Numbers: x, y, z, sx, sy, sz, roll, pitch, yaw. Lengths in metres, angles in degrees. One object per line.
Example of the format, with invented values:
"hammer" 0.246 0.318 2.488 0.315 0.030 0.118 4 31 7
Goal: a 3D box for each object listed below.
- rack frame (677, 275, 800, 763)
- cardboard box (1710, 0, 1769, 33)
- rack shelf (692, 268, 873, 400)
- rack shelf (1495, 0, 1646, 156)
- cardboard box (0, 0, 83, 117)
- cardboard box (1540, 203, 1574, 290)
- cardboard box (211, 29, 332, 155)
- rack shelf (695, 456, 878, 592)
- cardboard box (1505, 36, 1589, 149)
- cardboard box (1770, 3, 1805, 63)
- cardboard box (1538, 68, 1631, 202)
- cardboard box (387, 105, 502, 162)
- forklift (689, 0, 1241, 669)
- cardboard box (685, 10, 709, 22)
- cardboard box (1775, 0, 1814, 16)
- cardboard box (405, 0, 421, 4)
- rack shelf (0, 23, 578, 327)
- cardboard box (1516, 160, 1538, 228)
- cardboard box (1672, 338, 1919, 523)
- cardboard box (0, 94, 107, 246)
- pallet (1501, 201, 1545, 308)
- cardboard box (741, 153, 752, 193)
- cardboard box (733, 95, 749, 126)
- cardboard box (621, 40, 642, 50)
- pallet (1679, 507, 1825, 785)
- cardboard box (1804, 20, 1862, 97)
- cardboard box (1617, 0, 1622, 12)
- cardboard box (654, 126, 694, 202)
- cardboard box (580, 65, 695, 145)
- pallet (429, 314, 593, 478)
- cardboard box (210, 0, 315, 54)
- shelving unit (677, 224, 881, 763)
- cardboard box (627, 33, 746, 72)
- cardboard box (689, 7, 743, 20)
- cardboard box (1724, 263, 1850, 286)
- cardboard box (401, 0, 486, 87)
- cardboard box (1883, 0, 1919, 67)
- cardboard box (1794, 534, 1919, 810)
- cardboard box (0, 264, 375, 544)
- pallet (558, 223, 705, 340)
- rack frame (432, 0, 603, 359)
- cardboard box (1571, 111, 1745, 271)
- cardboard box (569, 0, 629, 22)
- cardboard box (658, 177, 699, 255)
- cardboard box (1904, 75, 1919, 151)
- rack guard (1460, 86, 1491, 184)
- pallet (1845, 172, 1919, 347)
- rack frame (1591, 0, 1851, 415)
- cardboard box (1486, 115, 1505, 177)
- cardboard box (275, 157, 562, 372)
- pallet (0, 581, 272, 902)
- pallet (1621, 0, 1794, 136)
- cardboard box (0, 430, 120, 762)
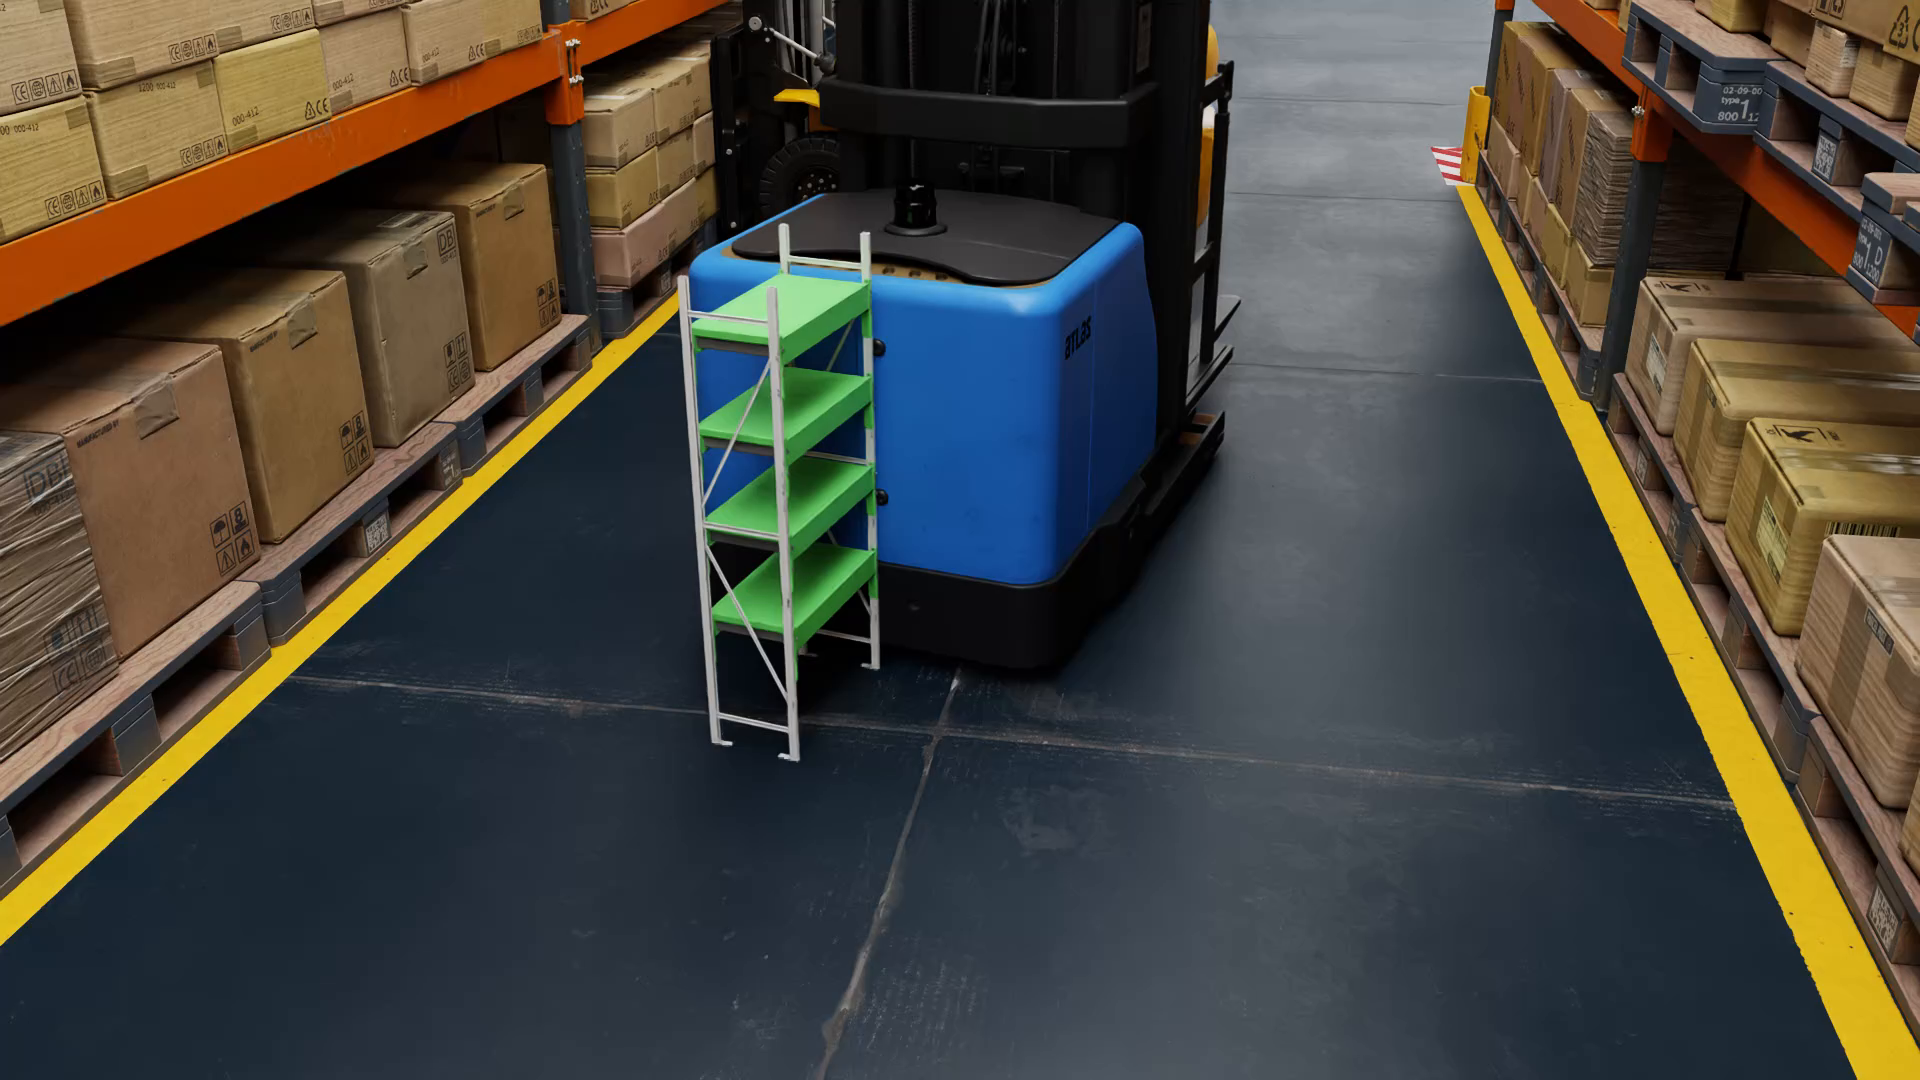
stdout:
"rack frame" -0.508 -0.019 3.875 0.240 1.200 0.015 9 27 19
"cardboard box" 2.450 -1.585 4.899 0.380 0.149 0.250 5 25 10
"rack shelf" -0.419 -0.492 3.904 0.258 0.148 0.480 9 27 19
"rack shelf" 3.228 -2.333 7.544 1.077 0.370 4.000 4 25 9
"cardboard box" -2.253 -1.028 3.495 0.500 0.250 0.500 5 26 10
"cardboard box" 2.810 -1.256 7.143 0.500 0.250 0.500 3 25 7
"cardboard box" -2.086 -1.235 4.527 0.500 0.250 0.500 5 26 10
"rack shelf" -0.419 -0.057 4.107 0.258 0.148 0.480 9 27 19
"cardboard box" 3.066 -2.232 8.344 0.500 0.500 0.500 3 25 7
"cardboard box" 2.396 -1.357 4.411 0.380 0.149 0.250 4 25 9
"cardboard box" 2.897 -1.799 7.418 0.500 0.500 0.500 5 26 11
"cardboard box" -2.107 -1.781 7.086 0.500 0.250 0.500 5 25 10
"forklift" 0.290 -1.589 5.187 1.130 2.935 3.031 9 27 19
"cardboard box" -1.686 -2.838 9.343 0.500 0.250 0.500 4 25 9
"cardboard box" 2.366 -1.601 4.167 0.500 0.500 0.500 4 25 8
"cardboard box" -1.901 -1.884 5.324 0.500 0.250 0.500 3 25 7
"rack shelf" -2.323 -1.002 4.701 1.077 0.370 4.000 4 25 9
"cardboard box" 2.983 -1.679 8.048 0.500 0.250 0.500 6 26 12
"cardboard box" 2.704 -0.301 4.960 0.950 0.372 0.625 6 26 12
"cardboard box" -2.249 -0.802 3.602 0.500 0.250 0.500 3 25 7
"pallet" 3.173 -1.354 7.894 1.003 0.211 1.213 4 25 9
"cardboard box" -1.352 -1.929 8.581 0.500 0.250 0.500 5 26 10
"cardboard box" -1.355 -2.148 8.459 0.500 0.250 0.500 4 25 8
"cardboard box" -1.869 -2.416 8.441 0.500 0.250 0.500 4 25 8
"pallet" 2.578 0.279 4.406 1.003 0.211 1.213 4 25 9
"cardboard box" 2.259 -1.146 3.961 0.380 0.149 0.250 5 26 11
"cardboard box" 2.861 -2.175 6.655 0.380 0.149 0.250 4 25 8
"cardboard box" -1.532 -1.727 7.560 0.500 0.250 0.500 4 25 8
"cardboard box" -1.514 -1.956 7.458 0.500 0.250 0.500 4 25 9
"pallet" -2.078 -0.590 6.262 1.003 0.211 1.213 4 25 9
"cardboard box" -2.092 -1.461 4.420 0.500 0.250 0.500 4 25 9
"shelving unit" -0.419 -0.115 4.080 0.258 1.200 0.503 9 27 19
"cardboard box" -1.351 -2.384 8.373 0.500 0.250 0.500 4 25 7
"cardboard box" -1.188 -2.807 9.277 0.500 0.250 0.500 4 25 9
"cardboard box" 3.264 -0.995 6.585 0.500 0.250 0.500 3 25 6
"cardboard box" -1.897 -1.657 5.428 0.500 0.250 0.500 4 25 8
"cardboard box" 2.203 -1.157 3.219 0.500 0.500 0.500 2 25 5
"cardboard box" 2.462 0.306 3.662 0.950 0.372 0.625 4 25 8
"cardboard box" -2.326 -0.421 4.918 0.875 0.625 0.625 3 25 6
"pallet" -1.825 -1.231 7.631 1.003 0.211 1.213 4 25 9
"rack frame" -1.996 -2.164 6.335 1.000 3.000 0.127 4 25 9
"cardboard box" 2.733 -1.372 6.507 0.500 0.500 0.500 4 25 8
"cardboard box" -1.666 -2.377 6.672 0.500 0.500 0.500 3 25 7
"cardboard box" -1.523 -1.502 7.668 0.500 0.250 0.500 3 25 7
"cardboard box" 2.119 -0.825 3.276 0.380 0.149 0.250 4 25 9
"rack guard" 3.543 -2.331 9.640 1.175 0.500 0.348 4 25 9
"pallet" 2.259 -0.367 2.723 1.213 0.211 1.003 4 25 9
"rack frame" 2.901 -1.822 5.604 1.000 3.000 0.127 4 25 9
"cardboard box" 3.150 -2.121 8.992 0.500 0.250 0.500 4 25 8
"cardboard box" -2.070 -1.060 6.282 0.875 0.625 0.625 5 26 11
"pallet" -2.477 0.430 4.082 1.003 0.211 1.213 4 25 9
"pallet" 2.633 -1.425 4.983 1.003 0.211 1.213 4 25 9
"cardboard box" -2.535 0.134 3.731 0.875 0.625 0.625 5 26 10
